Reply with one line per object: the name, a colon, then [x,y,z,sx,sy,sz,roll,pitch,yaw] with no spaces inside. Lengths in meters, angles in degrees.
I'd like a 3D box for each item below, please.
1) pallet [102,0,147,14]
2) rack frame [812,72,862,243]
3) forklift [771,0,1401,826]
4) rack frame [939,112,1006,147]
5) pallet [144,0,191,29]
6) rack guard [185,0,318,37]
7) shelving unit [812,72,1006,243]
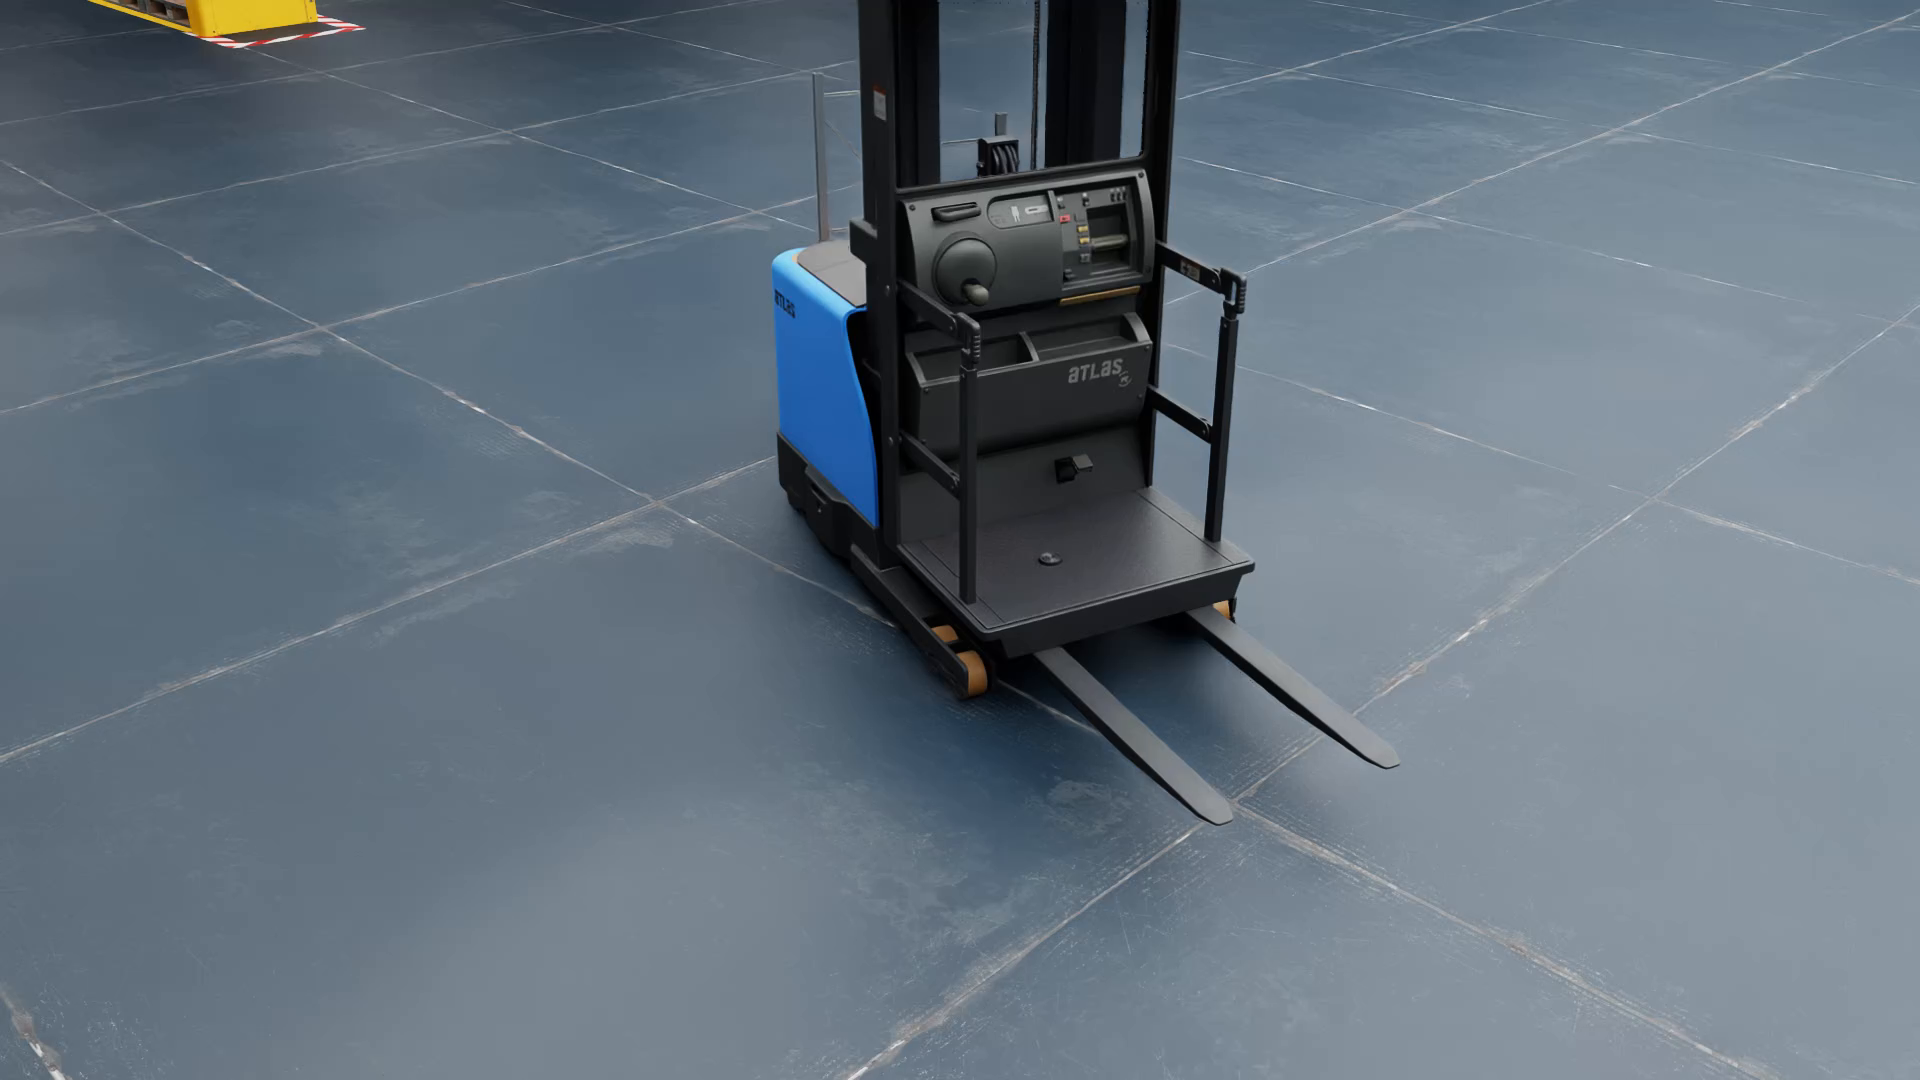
pallet: [-8.362,-5.805,17.563,1.213,0.211,1.003,25,36,38]
rack frame: [-0.437,-1.504,7.999,0.500,1.500,0.032,-11,30,-20]
forklift: [0.346,-0.988,5.480,1.130,2.935,3.031,-13,31,-24]
rack frame: [-0.045,-1.068,7.169,0.500,1.500,0.032,-11,30,-20]
pallet: [-7.496,-5.407,16.806,1.213,0.211,1.003,25,36,38]
rack guard: [-6.921,-5.268,16.231,0.348,0.500,1.175,25,36,38]
shelving unit: [-0.245,-1.290,7.592,0.587,1.500,1.083,-11,30,-20]
